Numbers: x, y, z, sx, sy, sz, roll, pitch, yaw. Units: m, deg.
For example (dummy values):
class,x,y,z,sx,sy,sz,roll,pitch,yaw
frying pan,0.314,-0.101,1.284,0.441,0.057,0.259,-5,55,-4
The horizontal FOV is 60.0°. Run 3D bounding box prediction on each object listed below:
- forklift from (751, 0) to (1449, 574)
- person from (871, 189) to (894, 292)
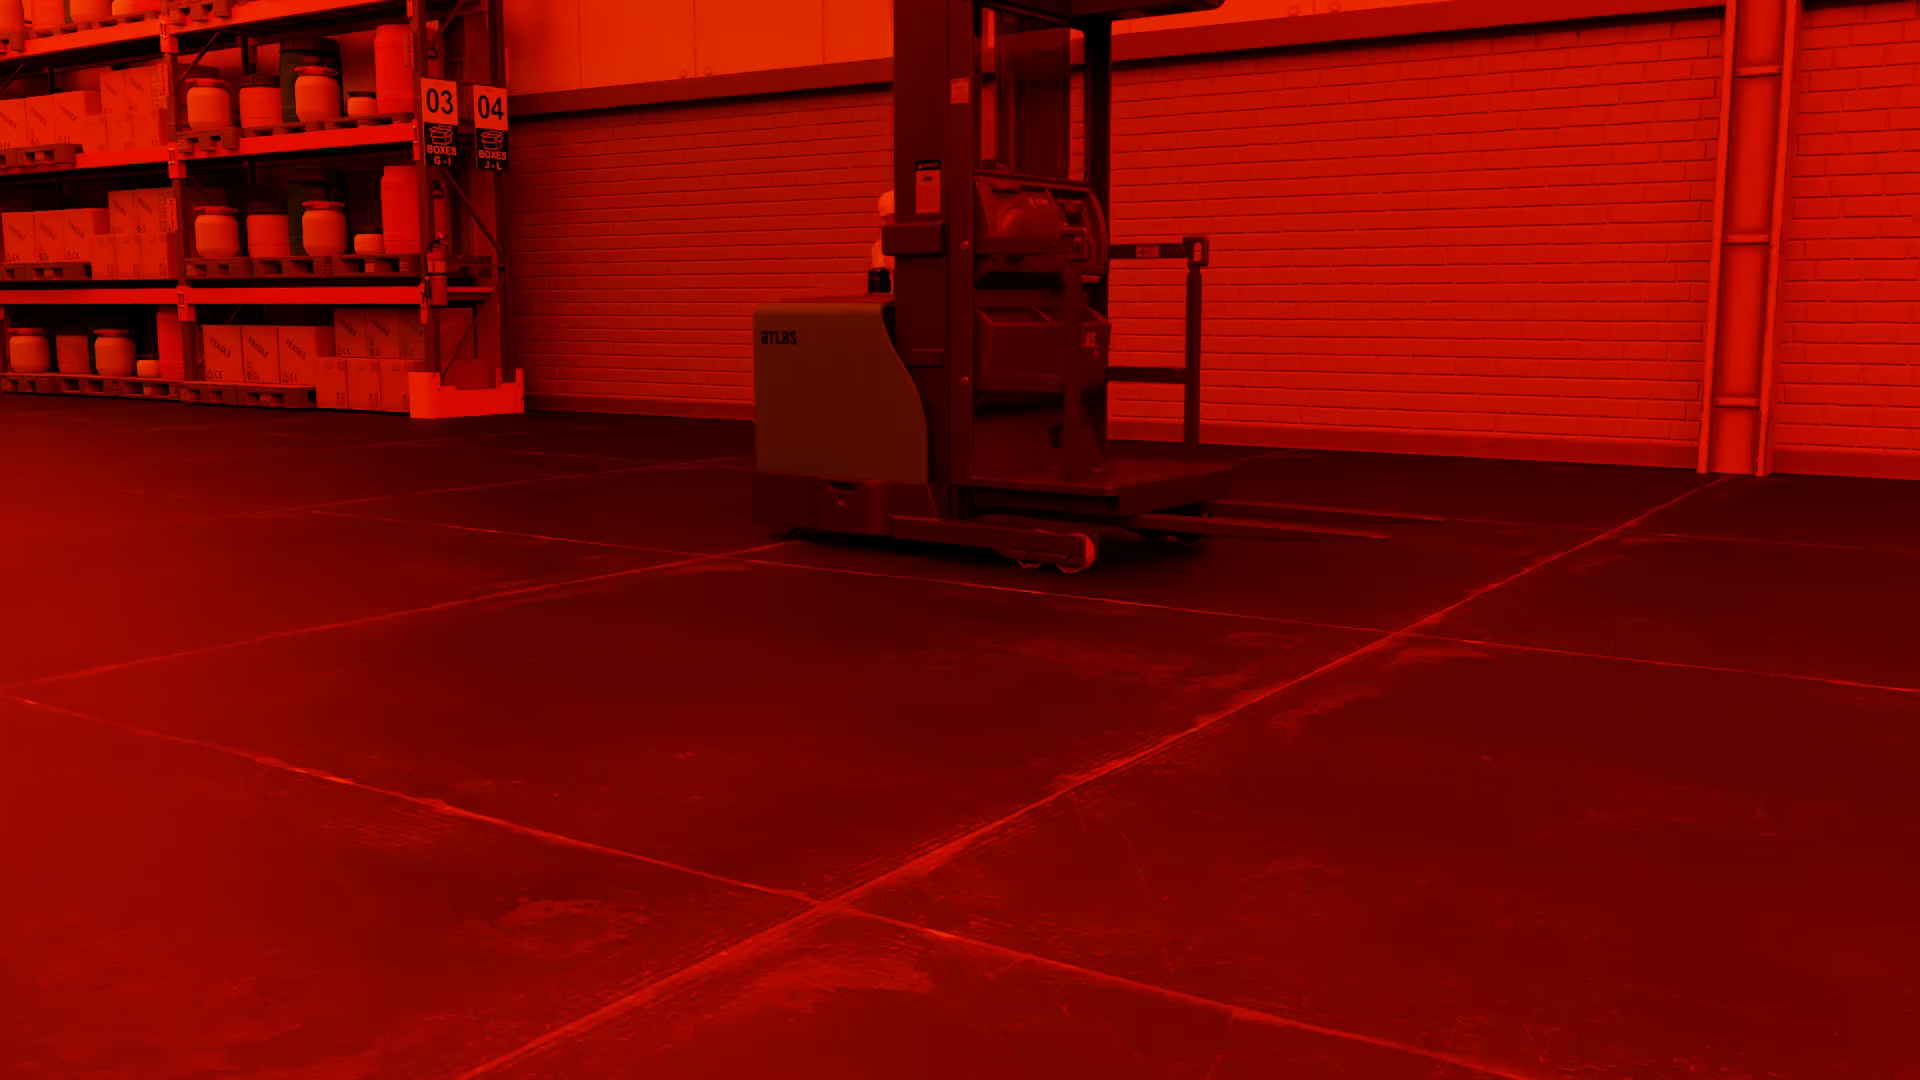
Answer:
class,x,y,z,sx,sy,sz,roll,pitch,yaw
forklift,0.526,-1.400,7.040,3.031,2.935,1.130,6,10,36
person,-0.274,-1.360,10.768,0.565,1.789,0.643,-2,8,-16
